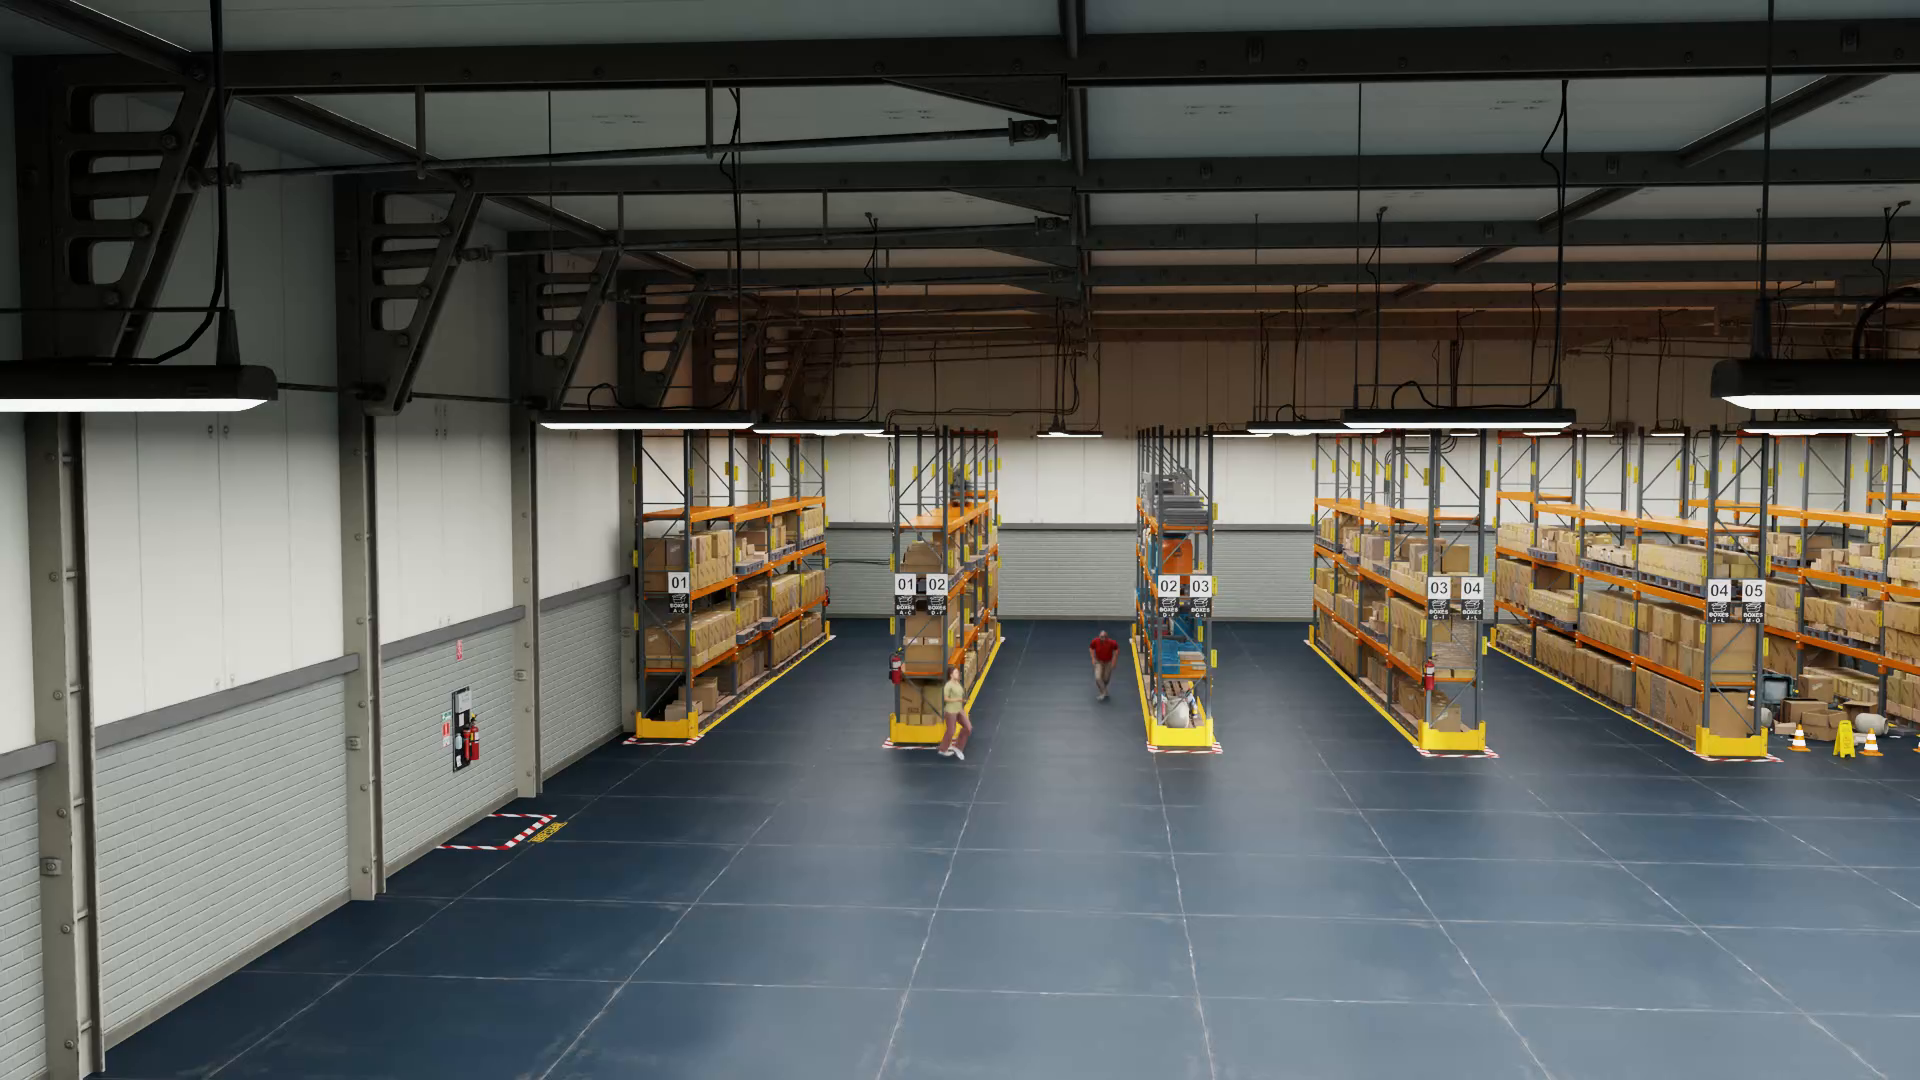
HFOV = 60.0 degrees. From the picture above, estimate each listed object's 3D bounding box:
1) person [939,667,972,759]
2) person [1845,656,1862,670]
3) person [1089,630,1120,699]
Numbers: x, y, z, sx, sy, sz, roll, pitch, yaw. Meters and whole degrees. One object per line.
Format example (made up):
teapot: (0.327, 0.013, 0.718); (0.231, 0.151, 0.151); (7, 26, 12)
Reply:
person: (-0.104, 3.102, 29.829); (0.679, 1.684, 0.554); (3, 4, 36)
person: (21.979, 2.359, 41.221); (0.724, 1.794, 0.952); (0, 3, 1)
person: (3.220, 2.744, 36.955); (0.670, 1.572, 1.011); (1, 3, 9)
